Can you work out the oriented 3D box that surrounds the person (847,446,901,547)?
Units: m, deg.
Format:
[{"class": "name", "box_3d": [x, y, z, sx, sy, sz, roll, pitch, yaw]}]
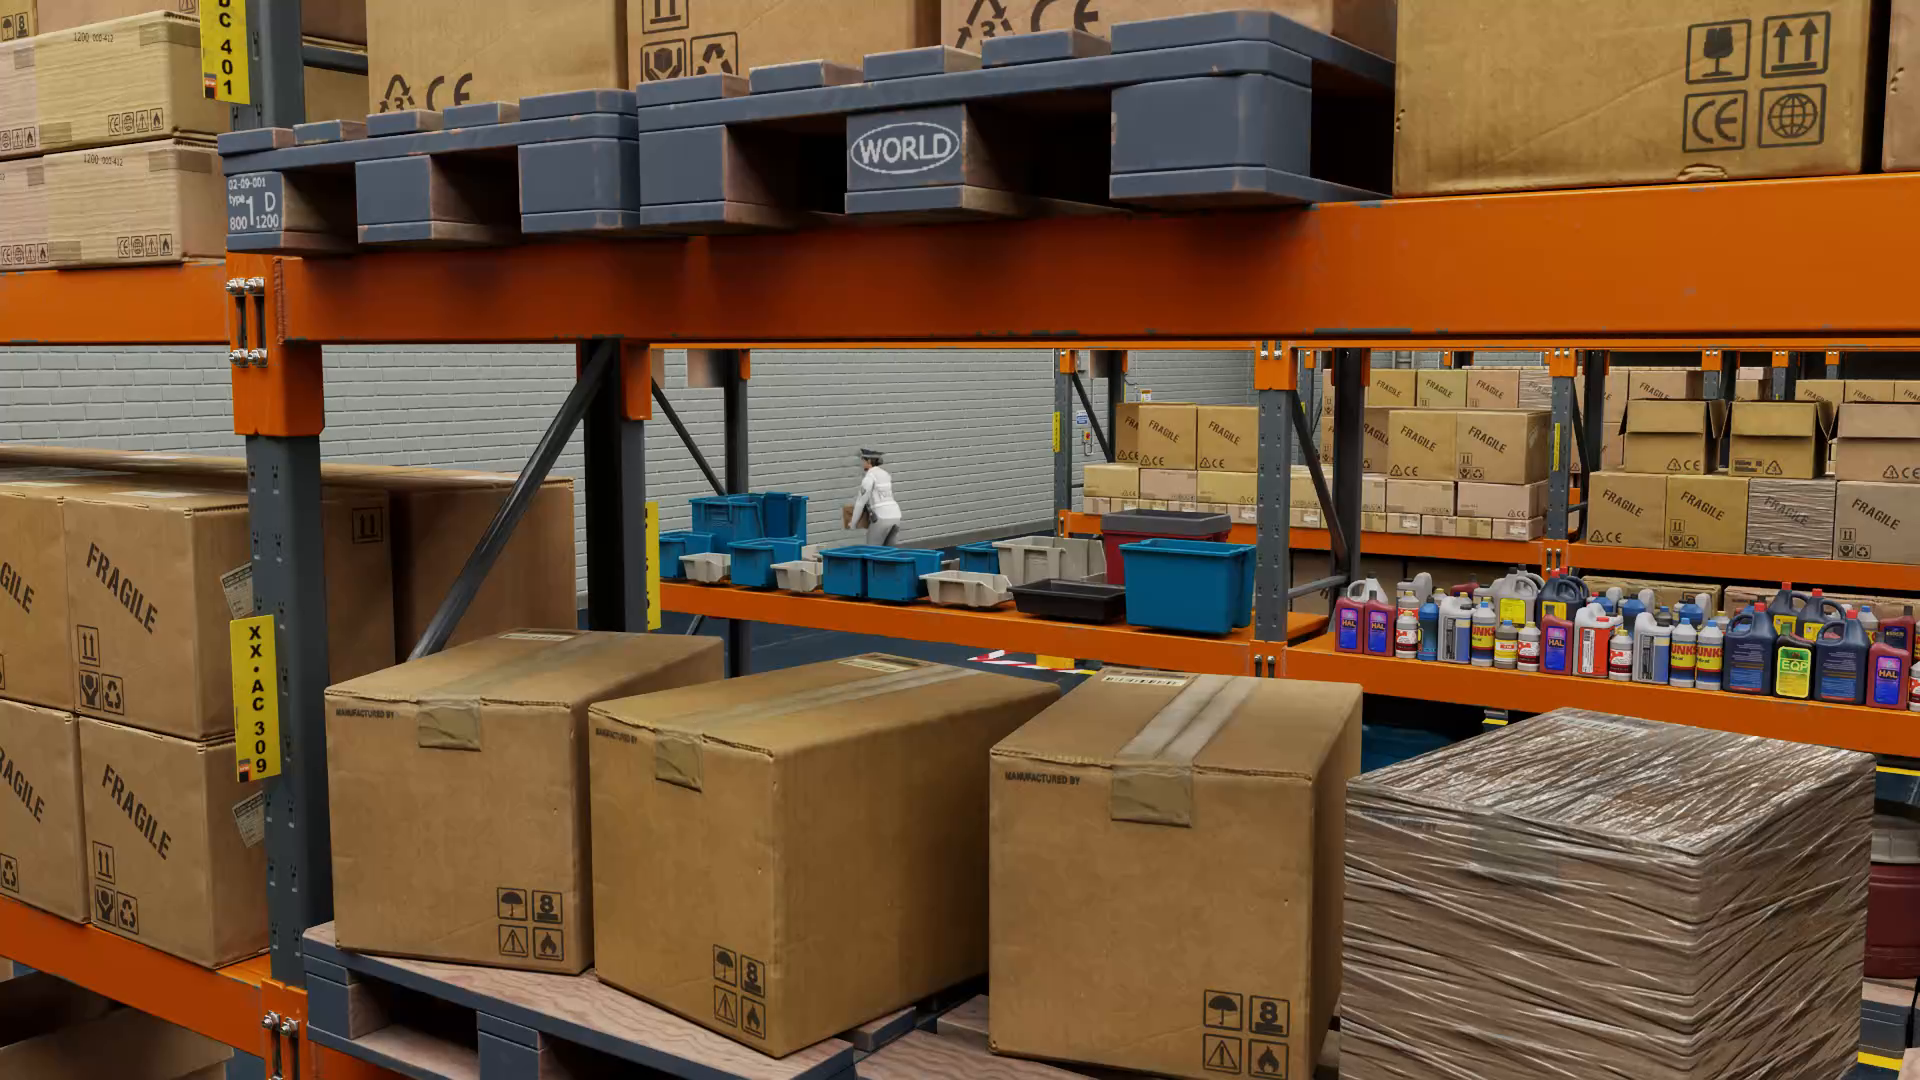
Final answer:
[{"class": "person", "box_3d": [-0.904, -0.162, 17.562, 0.551, 1.647, 0.415, 4, 8, 32]}]
